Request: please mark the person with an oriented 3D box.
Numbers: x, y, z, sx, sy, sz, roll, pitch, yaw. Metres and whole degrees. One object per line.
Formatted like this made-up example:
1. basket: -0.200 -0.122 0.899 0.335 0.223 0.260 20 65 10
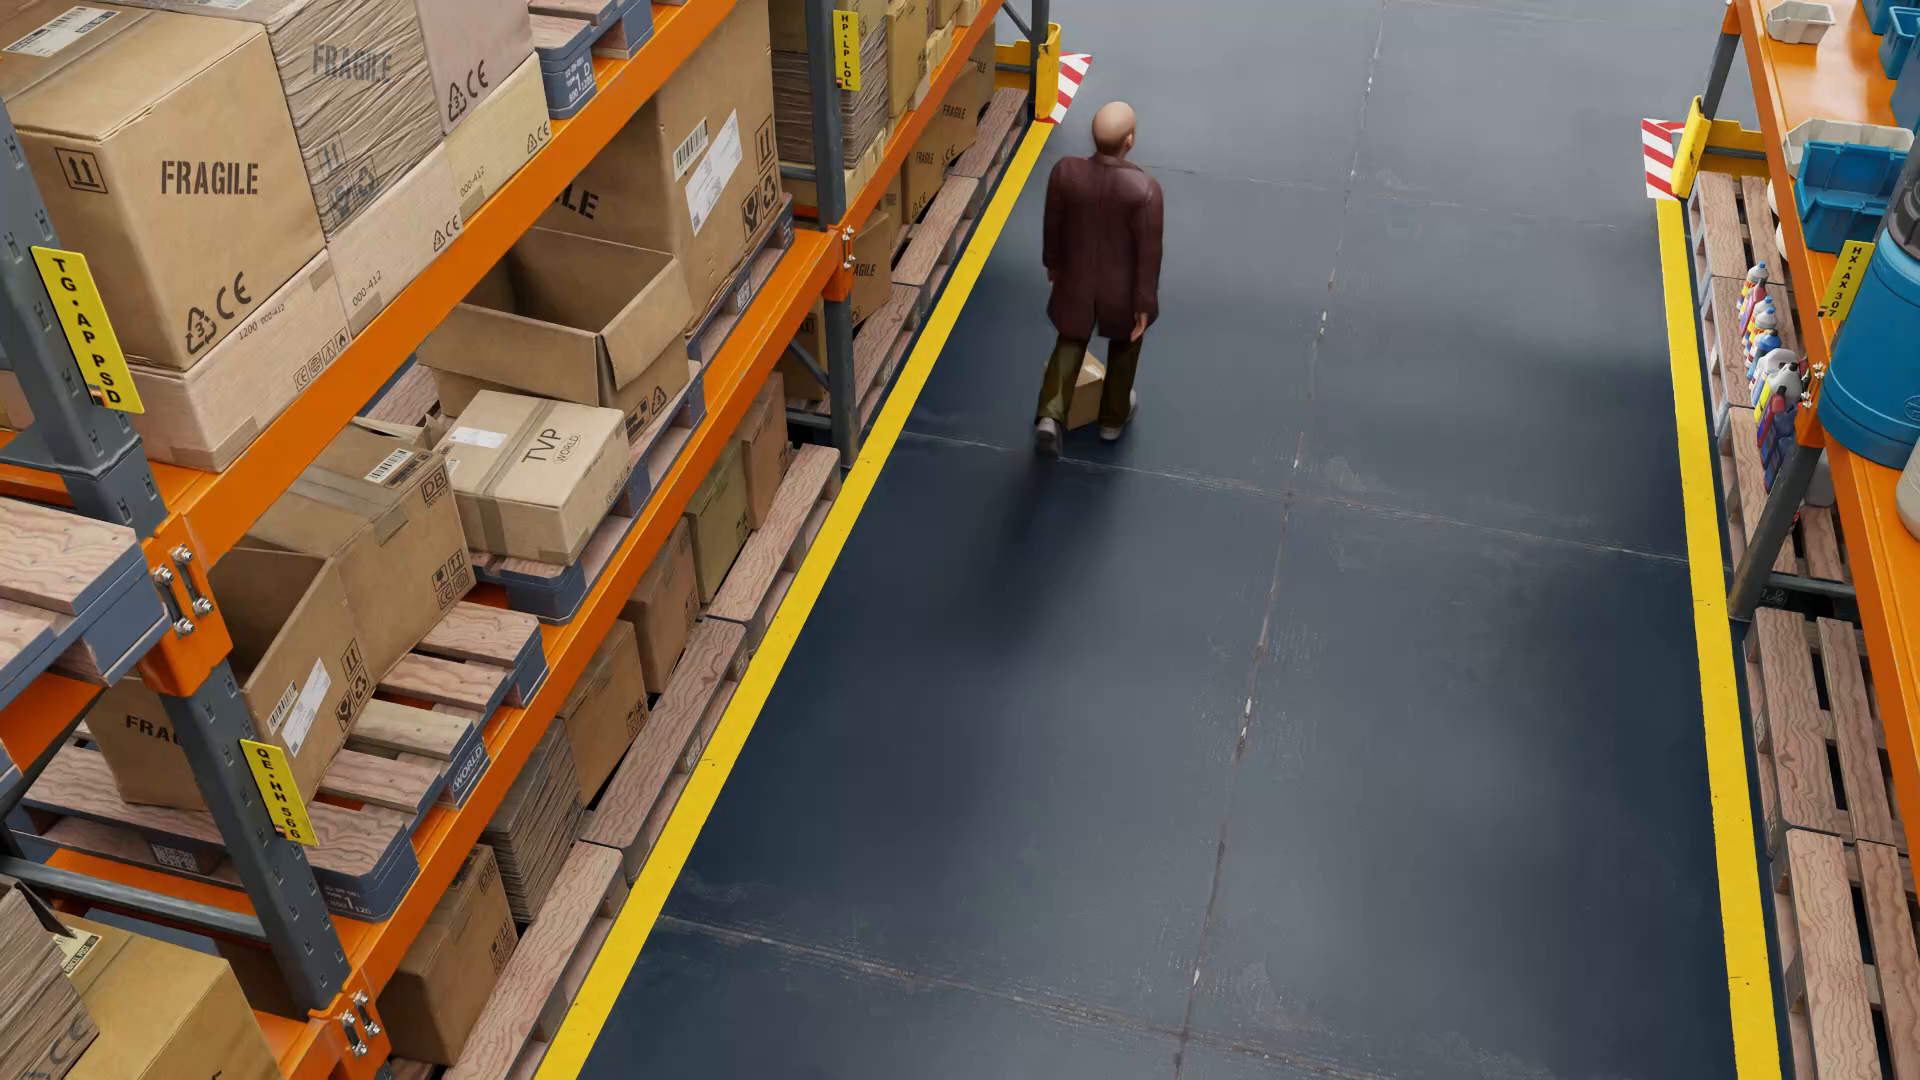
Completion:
1. person: 0.612 -1.135 7.466 0.599 1.753 0.849 15 43 17
